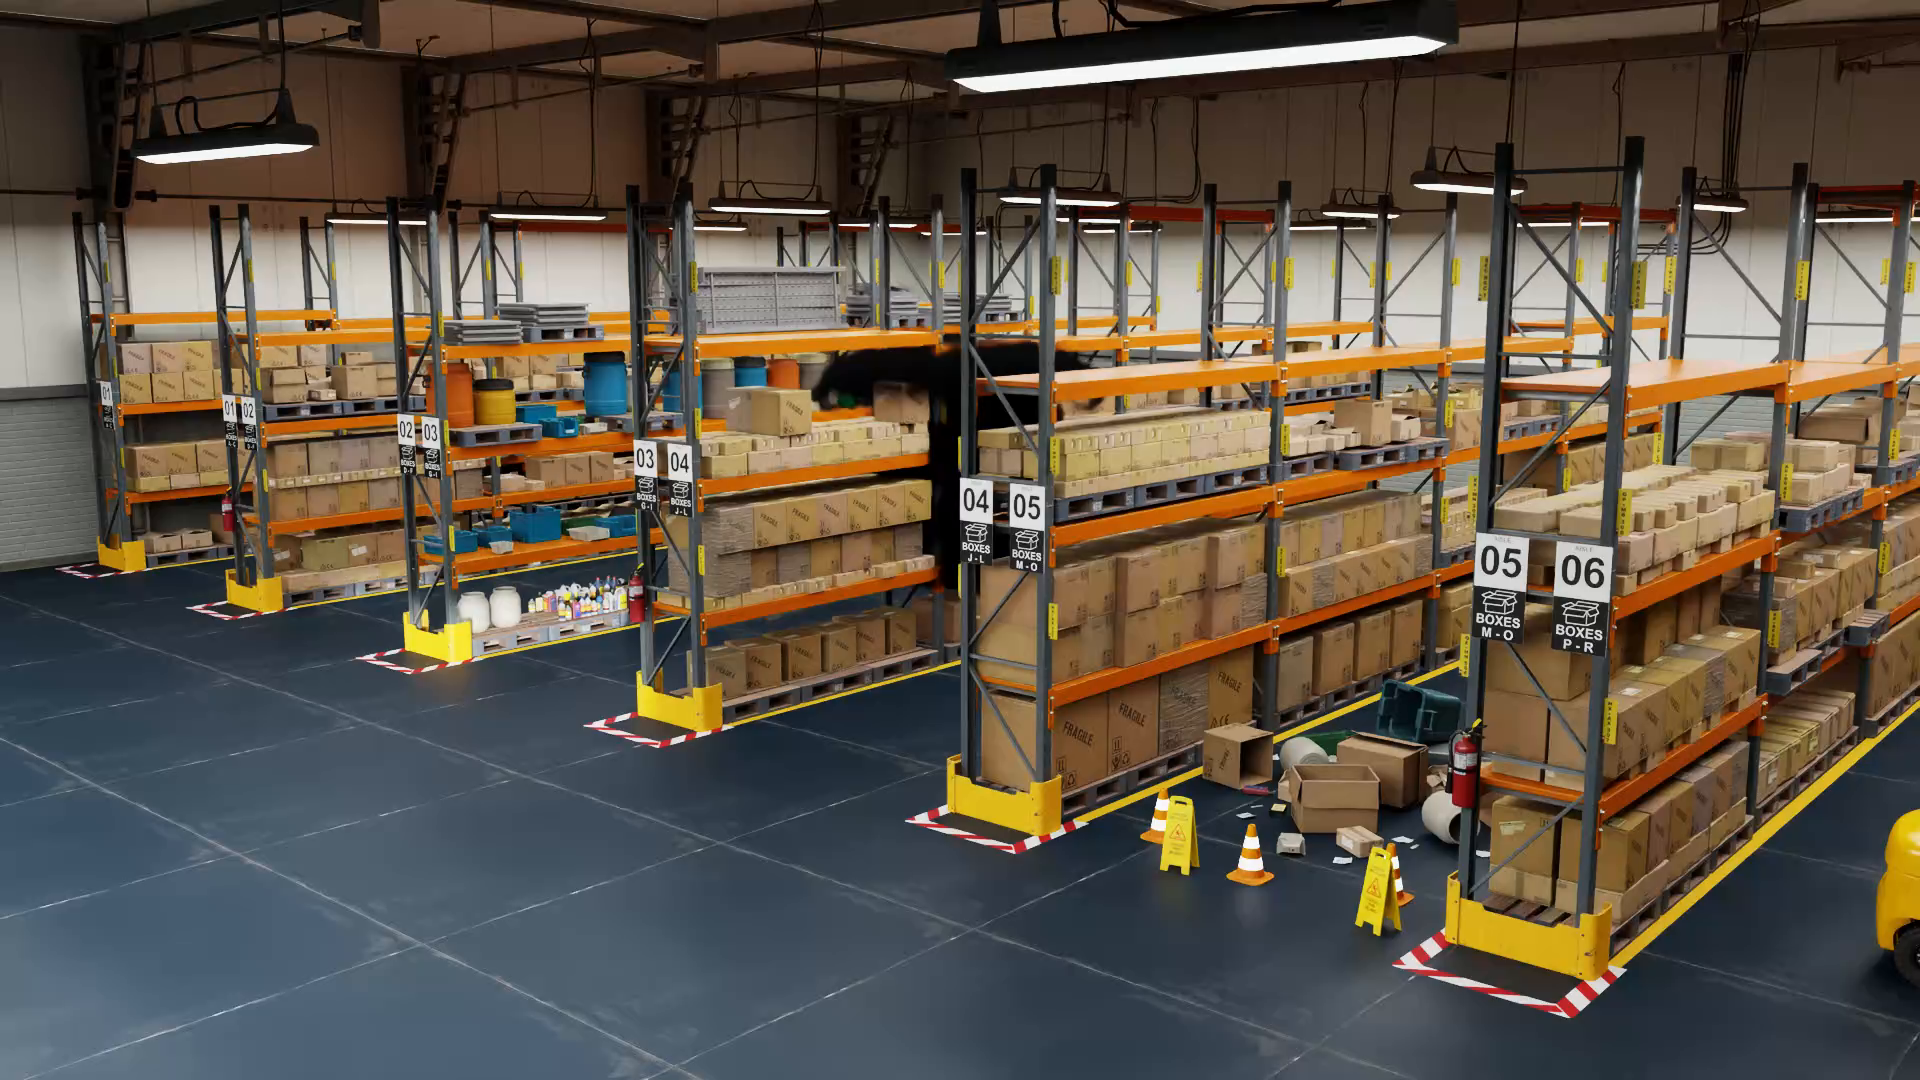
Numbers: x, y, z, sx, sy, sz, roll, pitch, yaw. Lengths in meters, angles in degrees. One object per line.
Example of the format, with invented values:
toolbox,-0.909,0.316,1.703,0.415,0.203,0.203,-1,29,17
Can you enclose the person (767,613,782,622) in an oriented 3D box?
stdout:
person,-2.686,0.303,22.994,0.666,1.732,0.679,3,10,18

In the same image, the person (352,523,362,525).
person,-10.677,-0.408,29.264,0.606,1.494,0.766,1,9,3
